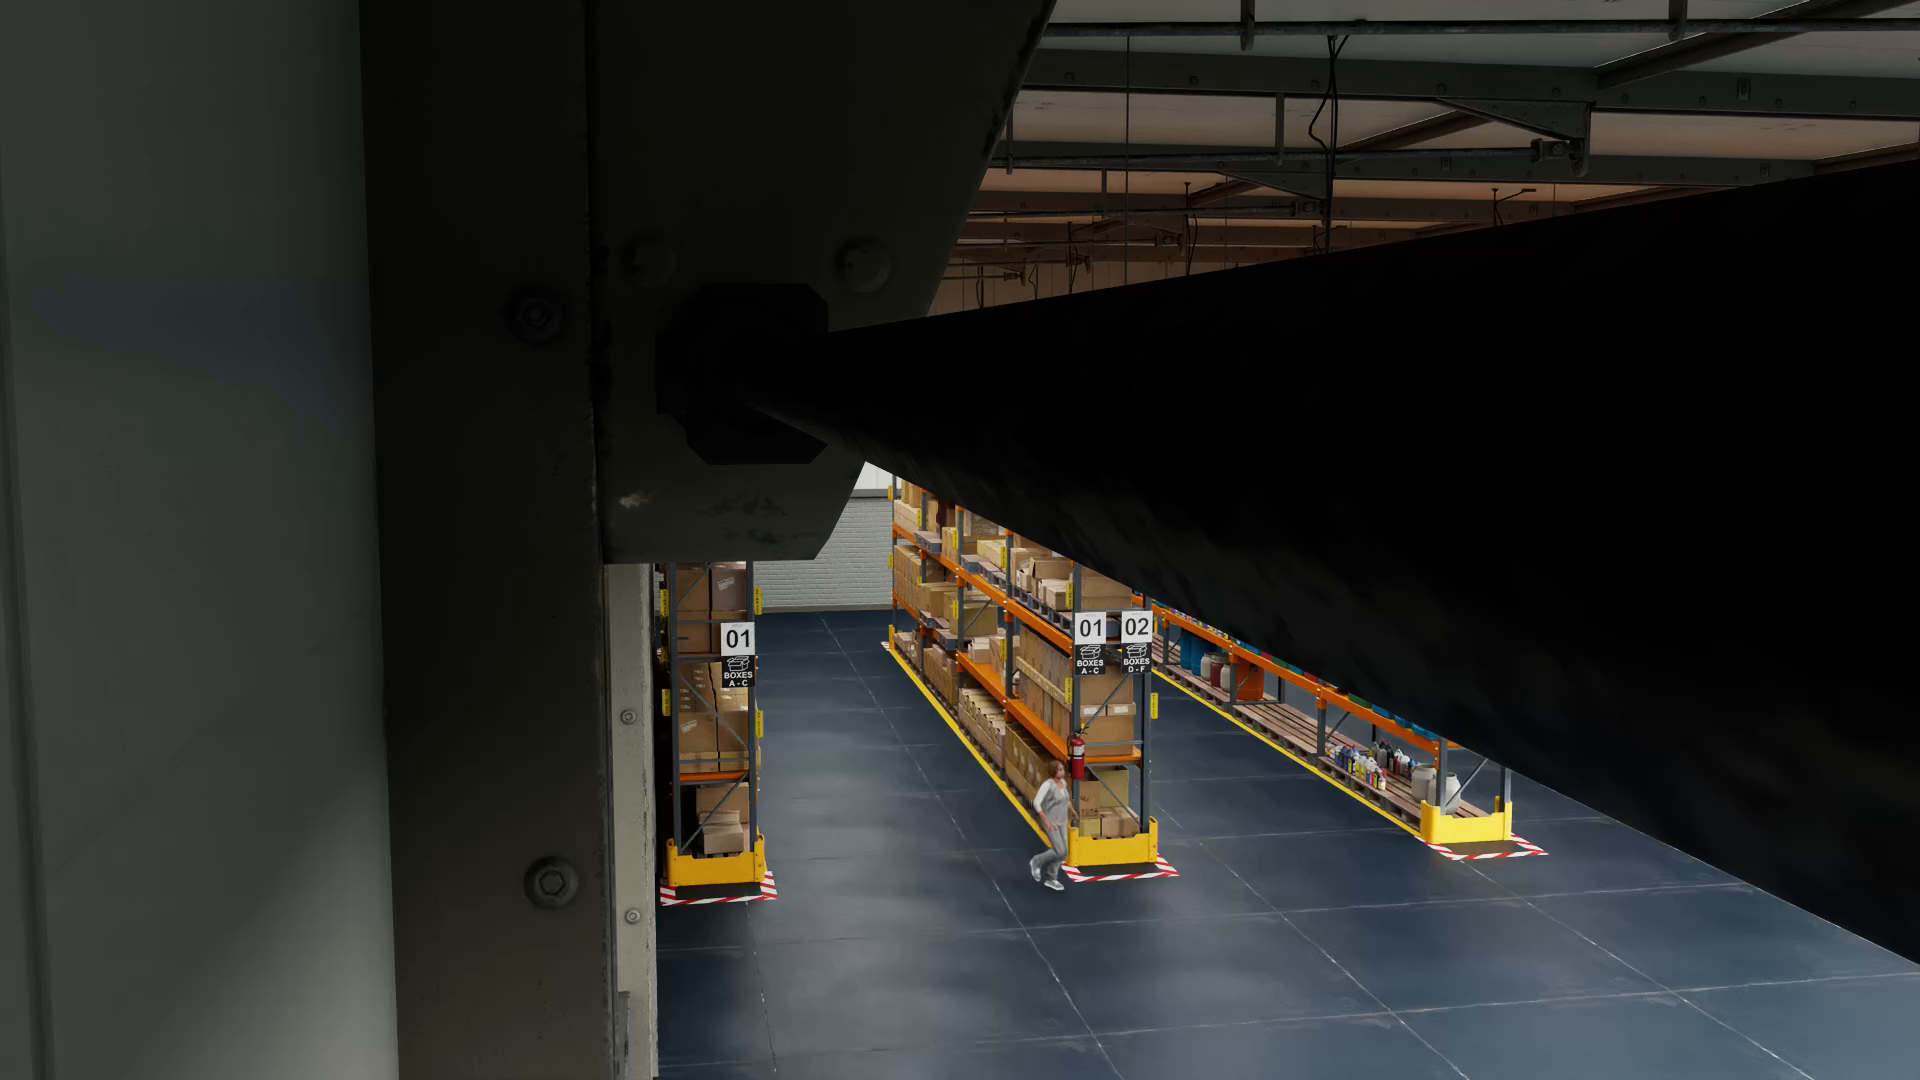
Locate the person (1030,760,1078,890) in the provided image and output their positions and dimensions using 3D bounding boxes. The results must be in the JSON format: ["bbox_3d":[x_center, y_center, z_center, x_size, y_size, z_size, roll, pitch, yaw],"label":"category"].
[{"bbox_3d":[1.125,3.408,19.961,0.538,1.572,0.554,5,8,38],"label":"person"}]
